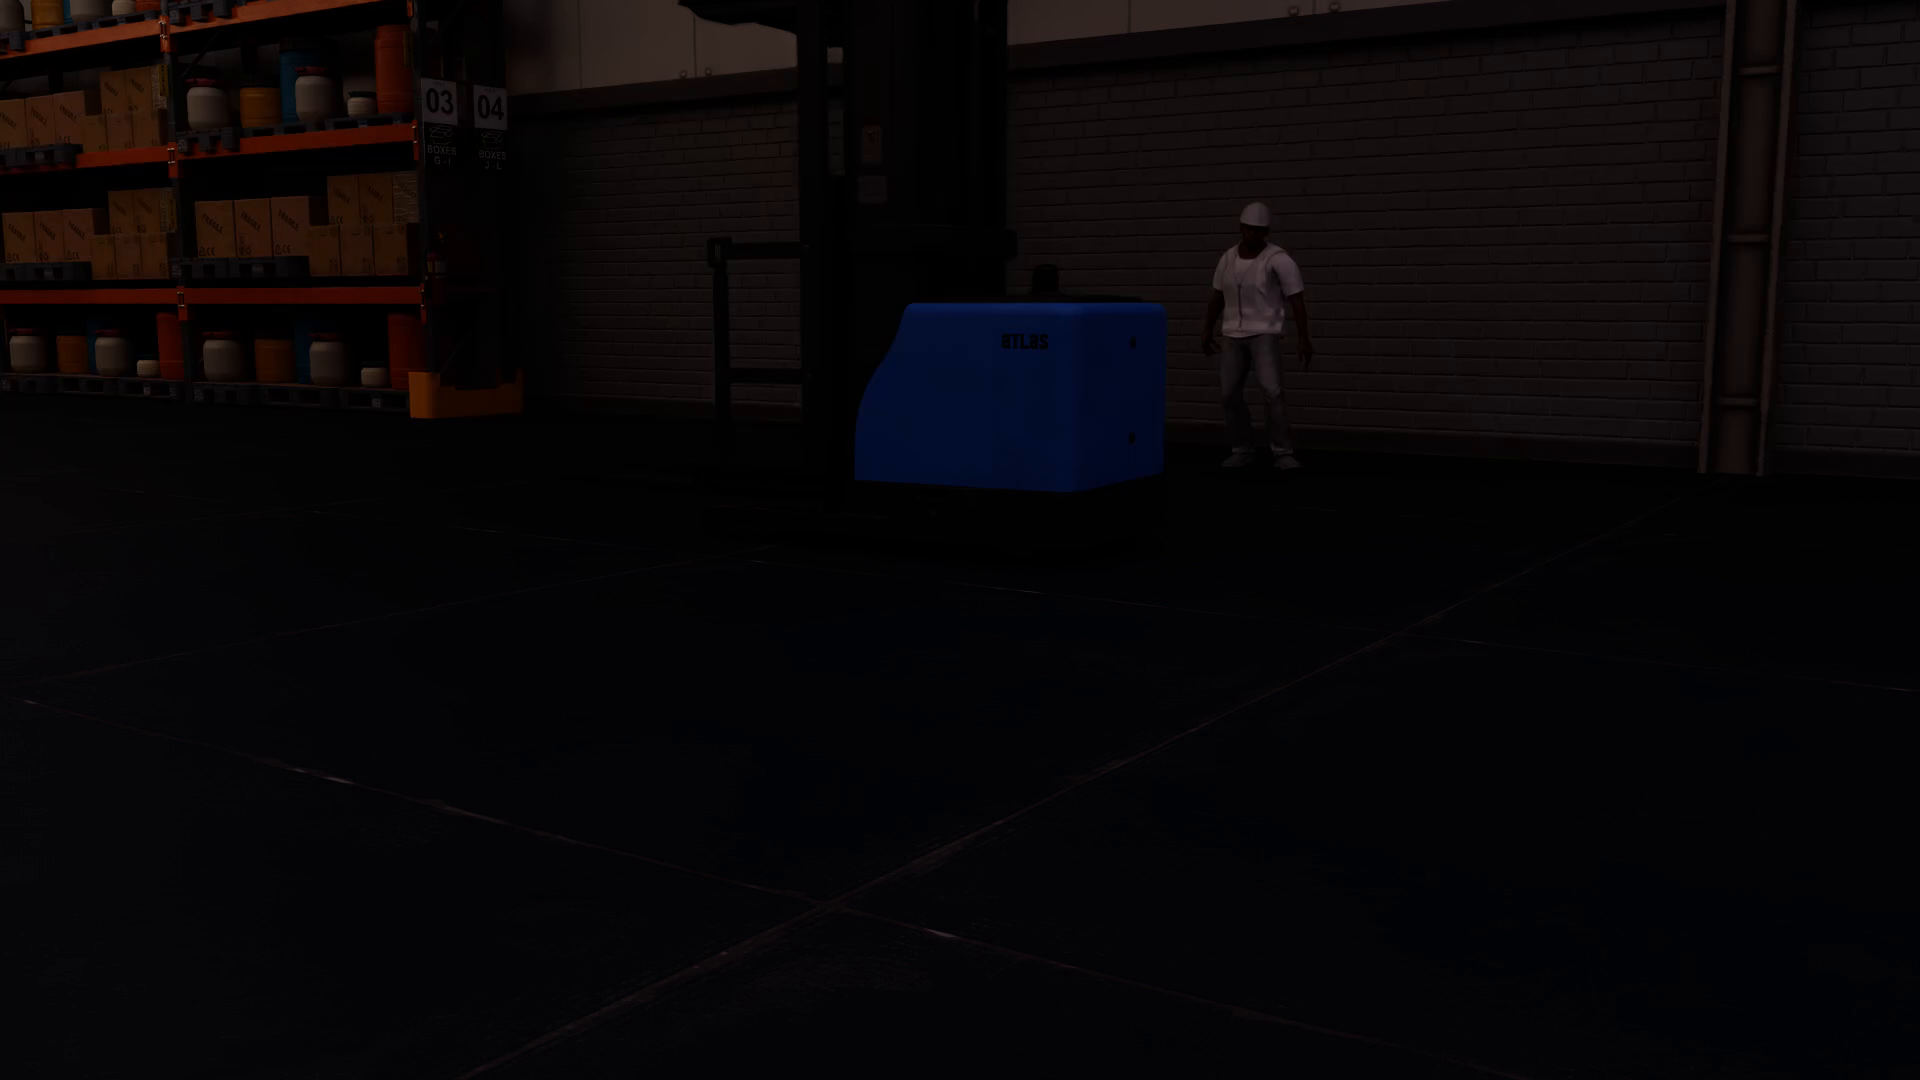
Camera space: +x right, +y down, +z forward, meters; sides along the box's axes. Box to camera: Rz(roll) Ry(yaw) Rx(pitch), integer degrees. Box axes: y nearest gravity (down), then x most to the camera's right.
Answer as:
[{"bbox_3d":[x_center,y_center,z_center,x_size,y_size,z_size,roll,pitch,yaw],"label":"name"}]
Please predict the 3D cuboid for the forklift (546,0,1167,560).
[{"bbox_3d":[-0.600,-1.496,7.717,3.031,2.935,1.130,5,9,29],"label":"forklift"}]

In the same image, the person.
[{"bbox_3d":[1.907,-1.328,10.871,0.893,1.731,0.472,7,11,42],"label":"person"}]
